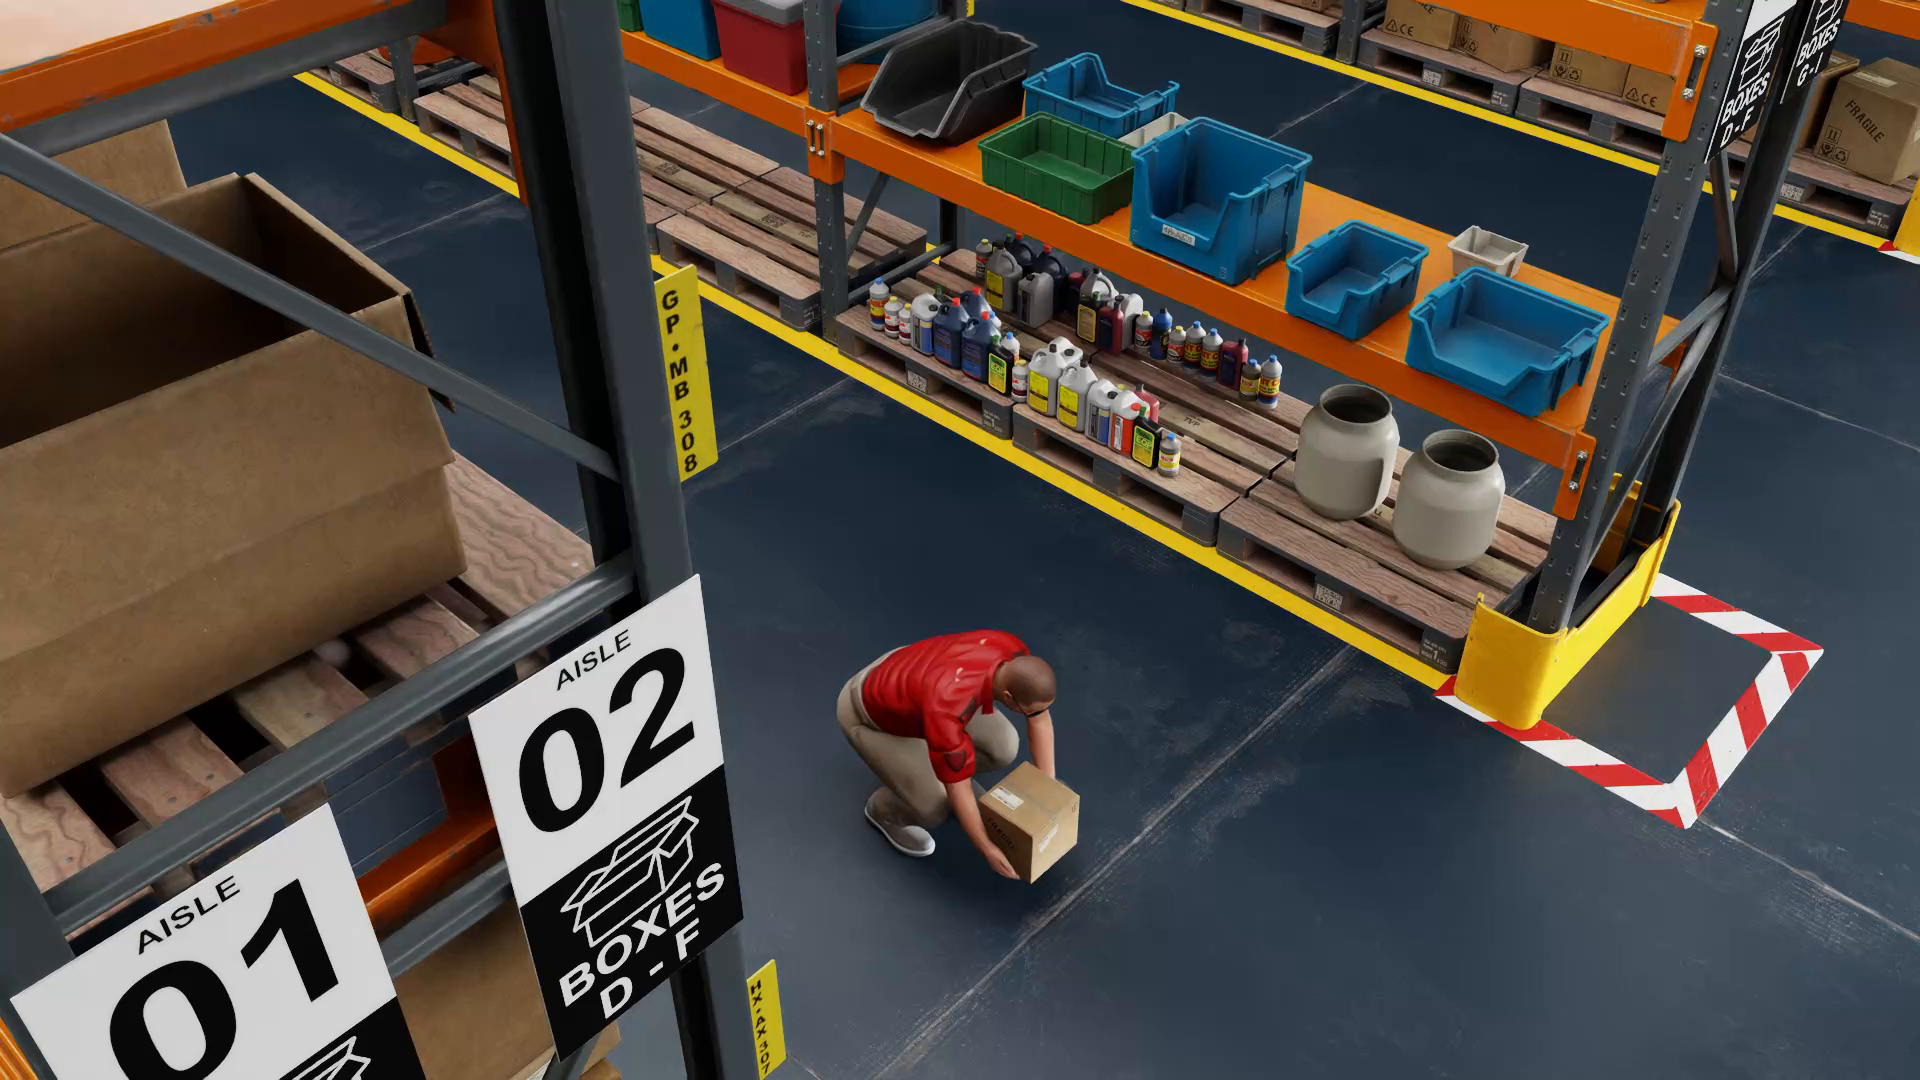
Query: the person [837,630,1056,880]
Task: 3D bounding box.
[{"bbox_3d":[-0.011,0.683,5.910,0.883,1.001,0.566,30,48,31],"label":"person"}]
